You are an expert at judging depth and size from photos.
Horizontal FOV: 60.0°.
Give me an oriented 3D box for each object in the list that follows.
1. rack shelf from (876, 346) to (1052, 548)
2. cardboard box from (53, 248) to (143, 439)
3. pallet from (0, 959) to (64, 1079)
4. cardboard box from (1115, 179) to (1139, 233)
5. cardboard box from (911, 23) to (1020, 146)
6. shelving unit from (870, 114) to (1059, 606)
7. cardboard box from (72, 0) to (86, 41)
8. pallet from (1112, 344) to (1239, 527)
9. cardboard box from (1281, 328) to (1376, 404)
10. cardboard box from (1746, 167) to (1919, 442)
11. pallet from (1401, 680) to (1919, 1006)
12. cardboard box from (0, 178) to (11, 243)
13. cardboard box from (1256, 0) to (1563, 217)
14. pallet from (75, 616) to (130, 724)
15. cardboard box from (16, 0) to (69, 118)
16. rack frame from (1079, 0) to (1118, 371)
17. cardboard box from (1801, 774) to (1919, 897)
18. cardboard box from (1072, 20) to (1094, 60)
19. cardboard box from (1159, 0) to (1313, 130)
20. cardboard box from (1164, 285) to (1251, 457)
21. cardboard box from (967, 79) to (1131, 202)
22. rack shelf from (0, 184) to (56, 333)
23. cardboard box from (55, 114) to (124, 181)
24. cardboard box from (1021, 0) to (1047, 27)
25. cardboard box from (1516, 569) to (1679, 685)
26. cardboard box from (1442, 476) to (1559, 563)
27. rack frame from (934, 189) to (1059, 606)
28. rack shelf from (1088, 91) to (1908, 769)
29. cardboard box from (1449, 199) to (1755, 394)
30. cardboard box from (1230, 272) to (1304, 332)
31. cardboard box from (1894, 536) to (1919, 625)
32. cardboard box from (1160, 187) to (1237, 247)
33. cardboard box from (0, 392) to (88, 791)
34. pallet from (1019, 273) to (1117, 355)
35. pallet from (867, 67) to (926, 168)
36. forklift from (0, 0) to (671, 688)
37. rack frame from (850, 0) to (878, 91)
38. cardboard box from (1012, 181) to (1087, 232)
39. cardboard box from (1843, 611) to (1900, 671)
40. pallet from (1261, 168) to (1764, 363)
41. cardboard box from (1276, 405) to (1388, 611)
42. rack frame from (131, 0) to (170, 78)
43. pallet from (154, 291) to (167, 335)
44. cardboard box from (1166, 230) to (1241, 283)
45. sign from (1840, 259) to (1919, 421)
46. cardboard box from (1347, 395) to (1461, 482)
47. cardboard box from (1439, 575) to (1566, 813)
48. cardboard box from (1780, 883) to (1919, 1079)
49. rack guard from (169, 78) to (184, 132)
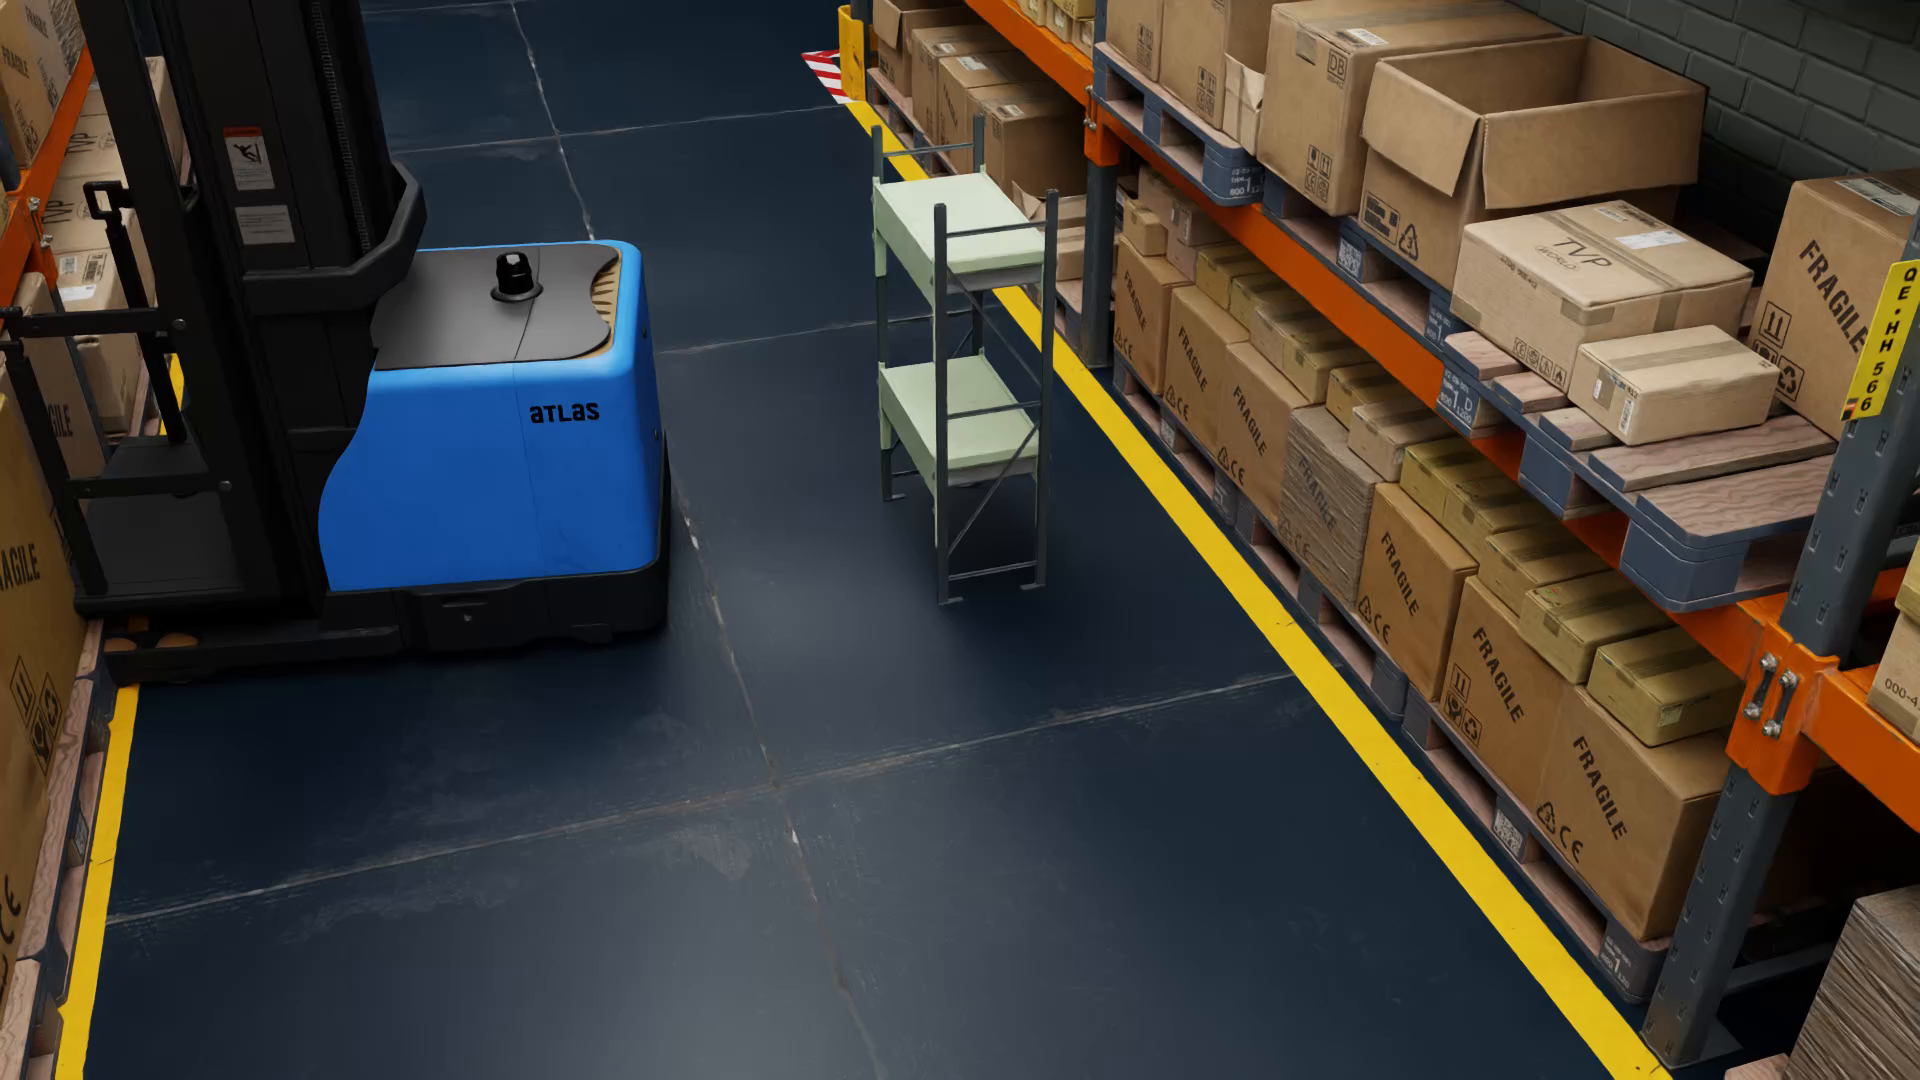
[{"bbox_3d":[0.002,-0.350,6.011,0.431,0.370,0.720,-10,35,-15],"label":"rack shelf"},{"bbox_3d":[-3.785,-0.736,6.586,0.875,0.438,0.875,-11,35,-15],"label":"cardboard box"},{"bbox_3d":[-2.645,1.555,3.705,1.003,0.211,1.213,-10,35,-15],"label":"pallet"},{"bbox_3d":[1.054,-1.559,7.946,0.500,0.311,0.500,-9,34,-13],"label":"cardboard box"},{"bbox_3d":[0.130,-2.559,9.288,0.700,0.500,0.500,-9,34,-13],"label":"cardboard box"},{"bbox_3d":[0.002,-0.622,5.831,0.431,1.500,0.755,-10,35,-15],"label":"shelving unit"},{"bbox_3d":[-4.042,-2.412,7.088,0.500,0.500,0.500,-9,35,-13],"label":"cardboard box"},{"bbox_3d":[1.314,-0.535,6.868,1.003,0.211,1.213,-10,35,-15],"label":"pallet"},{"bbox_3d":[1.344,-0.614,5.756,0.380,0.149,0.250,-9,34,-13],"label":"cardboard box"},{"bbox_3d":[2.242,-0.532,3.863,0.500,0.500,0.500,-8,34,-12],"label":"cardboard box"},{"bbox_3d":[2.058,0.746,4.929,1.003,0.211,1.213,-10,35,-15],"label":"pallet"},{"bbox_3d":[-3.319,-1.026,5.218,0.500,0.250,0.500,-11,35,-16],"label":"cardboard box"},{"bbox_3d":[1.362,-1.360,5.116,0.700,0.500,0.500,-10,35,-15],"label":"cardboard box"},{"bbox_3d":[-3.389,0.274,5.644,1.003,0.211,1.213,-10,35,-15],"label":"pallet"},{"bbox_3d":[-3.739,-1.879,6.282,0.500,0.500,0.500,-10,35,-14],"label":"cardboard box"},{"bbox_3d":[1.030,-2.119,6.735,1.000,3.000,0.127,-10,35,-15],"label":"rack frame"},{"bbox_3d":[2.389,0.581,4.537,0.500,0.500,0.500,-9,34,-13],"label":"cardboard box"},{"bbox_3d":[0.692,-2.139,6.994,0.380,0.149,0.250,-10,35,-14],"label":"cardboard box"},{"bbox_3d":[1.123,-1.772,5.739,0.700,0.500,0.500,-10,35,-14],"label":"cardboard box"},{"bbox_3d":[1.135,-0.681,6.447,0.500,0.500,0.500,-10,35,-15],"label":"cardboard box"},{"bbox_3d":[0.447,-2.014,8.463,0.700,0.500,0.500,-11,35,-17],"label":"cardboard box"},{"bbox_3d":[-3.086,0.068,4.079,1.077,0.370,4.000,-10,35,-15],"label":"rack shelf"},{"bbox_3d":[-4.332,-1.680,8.014,0.875,0.438,0.875,-9,35,-13],"label":"cardboard box"},{"bbox_3d":[0.490,-2.404,7.396,0.380,0.149,0.250,-9,35,-13],"label":"cardboard box"},{"bbox_3d":[1.746,0.224,4.489,0.380,0.149,0.250,-12,35,-17],"label":"cardboard box"},{"bbox_3d":[1.670,-0.068,4.931,0.380,0.149,0.250,-9,35,-13],"label":"cardboard box"},{"bbox_3d":[0.114,-0.430,5.540,0.400,1.500,0.023,-10,35,-15],"label":"rack frame"},{"bbox_3d":[1.640,-0.769,5.345,1.077,0.370,4.000,-10,35,-15],"label":"rack shelf"},{"bbox_3d":[1.620,-0.631,4.239,0.500,0.250,0.500,-12,35,-17],"label":"cardboard box"},{"bbox_3d":[1.230,-0.882,6.162,0.380,0.149,0.250,-11,35,-16],"label":"cardboard box"},{"bbox_3d":[2.129,0.114,3.040,0.500,0.250,0.500,-10,35,-15],"label":"cardboard box"},{"bbox_3d":[1.011,-1.284,6.501,0.380,0.149,0.250,-12,35,-17],"label":"cardboard box"},{"bbox_3d":[-3.148,0.214,4.751,0.875,0.875,0.875,-9,35,-13],"label":"cardboard box"},{"bbox_3d":[0.821,-1.316,8.050,1.003,0.211,1.213,-10,35,-15],"label":"pallet"},{"bbox_3d":[0.077,-2.597,9.989,1.003,0.211,1.213,-10,35,-15],"label":"pallet"},{"bbox_3d":[-2.568,-1.042,5.168,3.031,2.935,1.130,-4,34,-6],"label":"forklift"},{"bbox_3d":[-0.190,-4.219,9.914,1.000,3.000,0.127,-10,35,-15],"label":"rack frame"},{"bbox_3d":[0.471,-1.584,8.025,0.396,0.266,0.258,-9,34,-13],"label":"cardboard box"},{"bbox_3d":[2.388,0.252,4.446,0.380,0.149,0.250,-8,34,-12],"label":"cardboard box"},{"bbox_3d":[1.653,-0.959,5.154,1.003,0.211,1.213,-10,35,-15],"label":"pallet"},{"bbox_3d":[1.435,-0.145,5.635,0.500,0.500,0.500,-11,35,-16],"label":"cardboard box"},{"bbox_3d":[-4.916,-3.382,8.648,1.000,3.000,0.127,-10,35,-15],"label":"rack frame"},{"bbox_3d":[-4.229,-1.173,7.833,1.003,0.211,1.213,-10,35,-15],"label":"pallet"},{"bbox_3d":[1.044,-1.156,6.577,0.380,0.149,0.250,-11,35,-16],"label":"cardboard box"},{"bbox_3d":[1.736,-0.372,3.114,0.100,0.325,0.005,-10,35,-15],"label":"sign"},{"bbox_3d":[1.481,-0.339,5.340,0.380,0.149,0.250,-12,35,-17],"label":"cardboard box"},{"bbox_3d":[1.774,0.399,4.812,0.500,0.500,0.500,-11,35,-15],"label":"cardboard box"},{"bbox_3d":[2.427,1.127,3.597,0.875,0.625,0.625,-9,34,-13],"label":"cardboard box"},{"bbox_3d":[-4.923,-2.352,9.356,1.175,0.500,0.348,-10,35,-15],"label":"rack guard"}]
